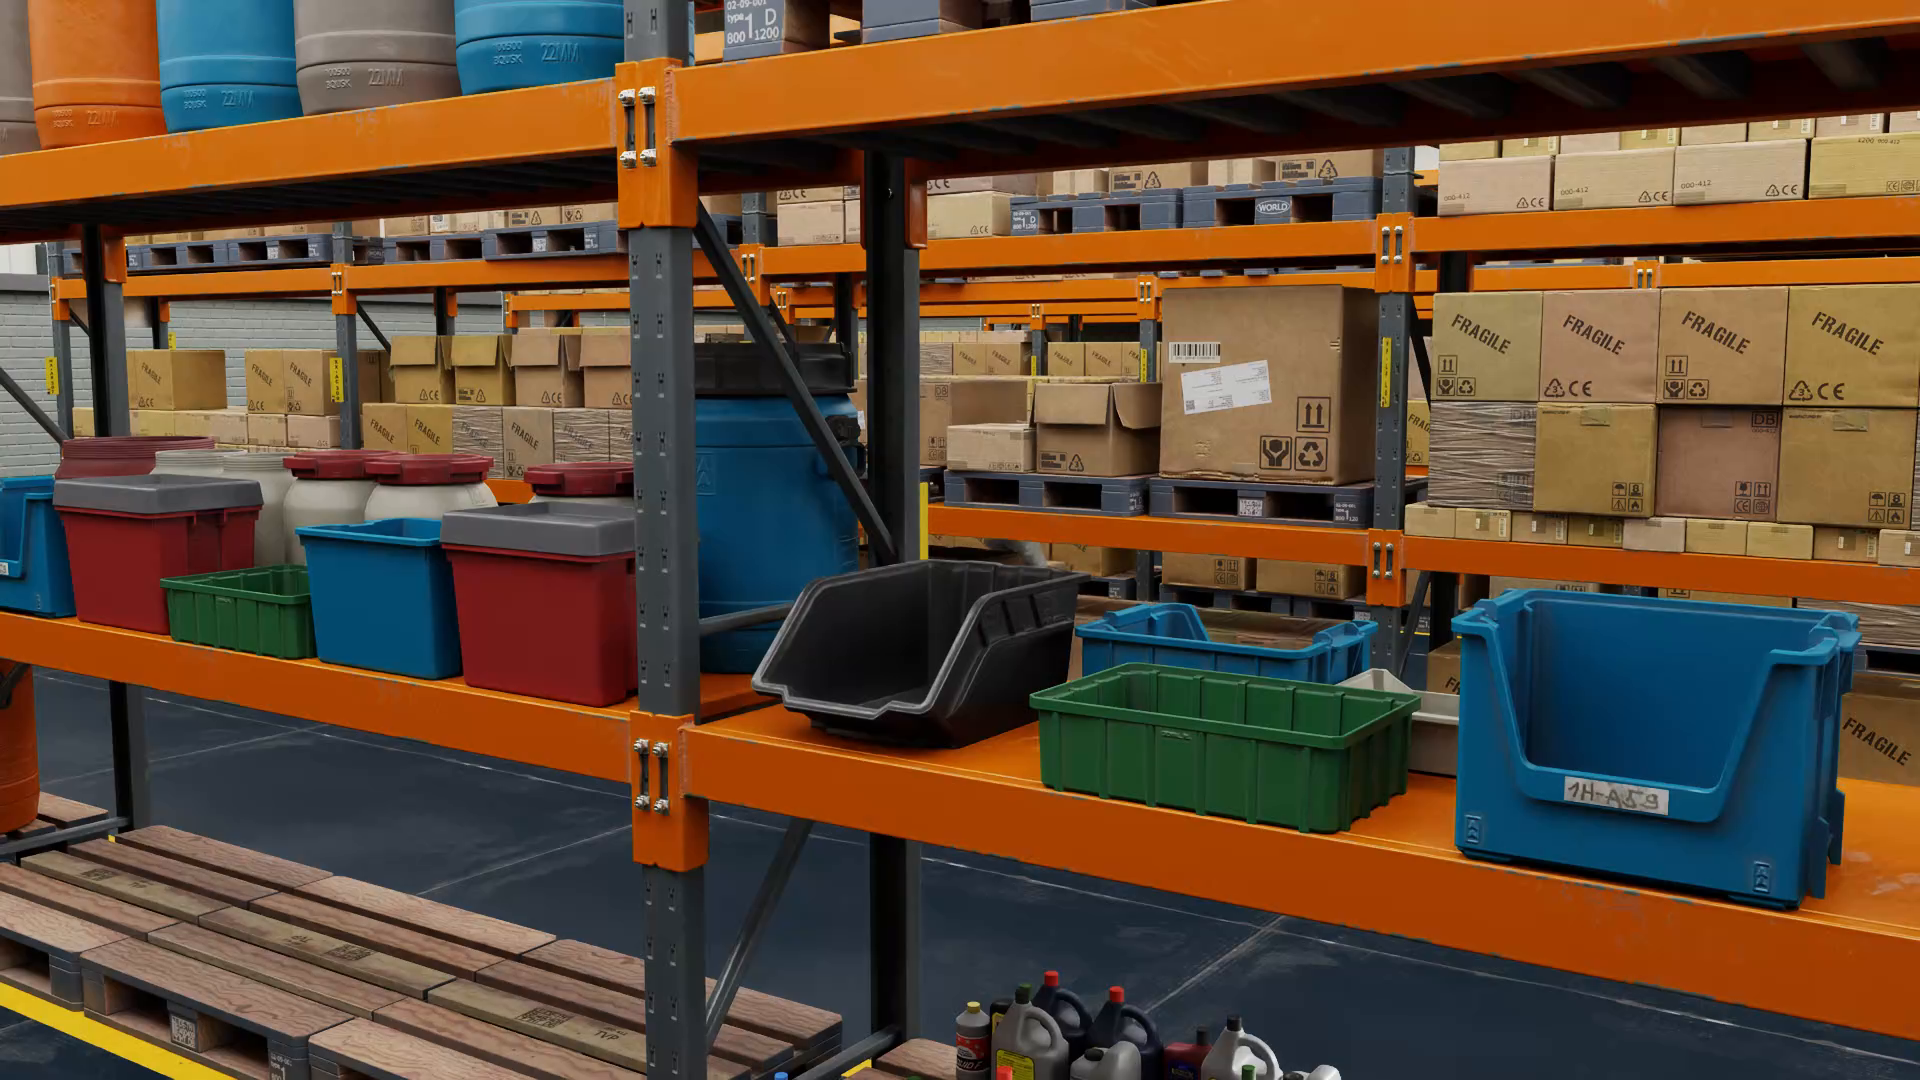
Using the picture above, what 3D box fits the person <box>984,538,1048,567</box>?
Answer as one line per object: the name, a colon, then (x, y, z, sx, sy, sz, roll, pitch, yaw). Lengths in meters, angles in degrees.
person: (0.428, -0.073, 13.346, 0.522, 1.523, 0.611, 4, 8, 34)
